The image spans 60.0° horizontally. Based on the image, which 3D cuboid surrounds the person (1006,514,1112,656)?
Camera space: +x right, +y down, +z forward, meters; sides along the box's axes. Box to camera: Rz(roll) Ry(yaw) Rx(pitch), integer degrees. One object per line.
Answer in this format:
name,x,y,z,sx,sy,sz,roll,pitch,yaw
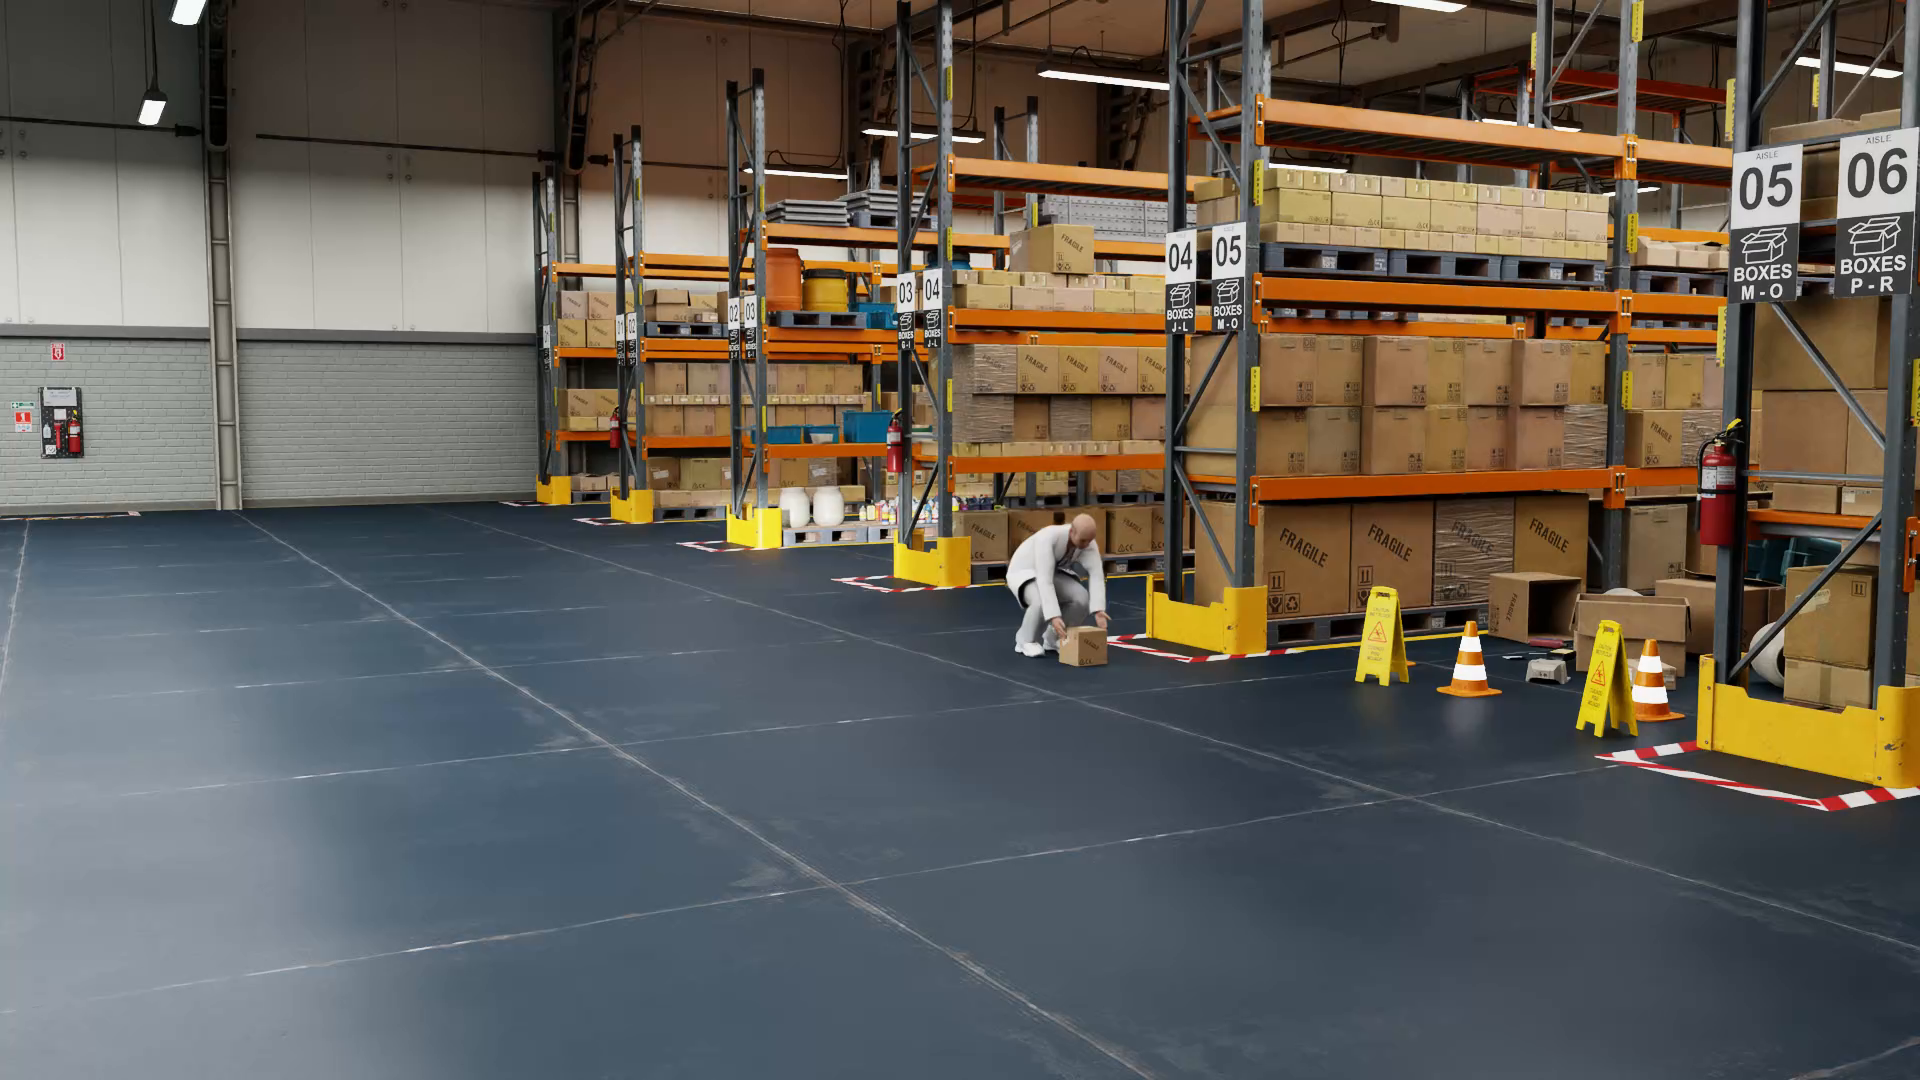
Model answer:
person,0.712,0.333,12.337,0.613,1.054,0.879,-3,6,-29
